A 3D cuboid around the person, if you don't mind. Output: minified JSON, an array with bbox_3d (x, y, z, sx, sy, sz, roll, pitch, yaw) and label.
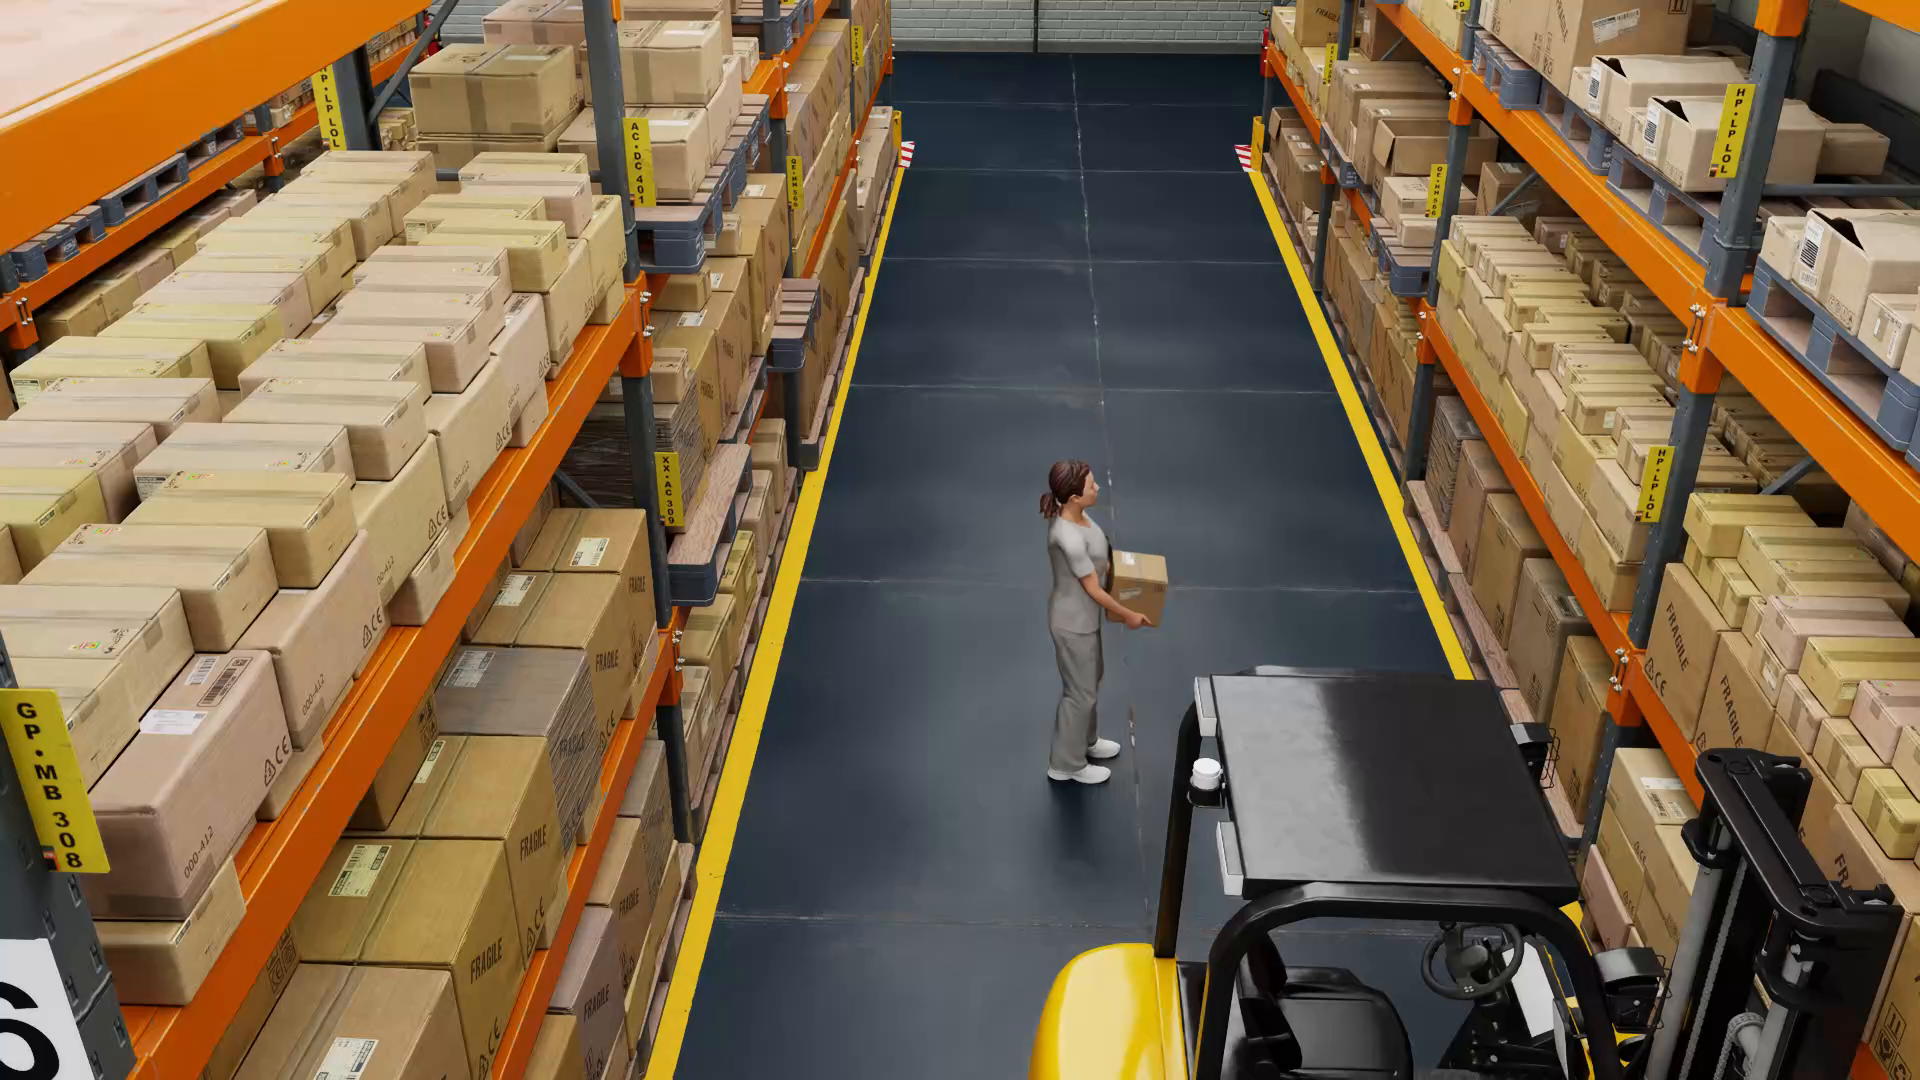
[{"bbox_3d":[0.633,0.392,7.921,0.531,1.647,0.437,1,28,2],"label":"person"}]
